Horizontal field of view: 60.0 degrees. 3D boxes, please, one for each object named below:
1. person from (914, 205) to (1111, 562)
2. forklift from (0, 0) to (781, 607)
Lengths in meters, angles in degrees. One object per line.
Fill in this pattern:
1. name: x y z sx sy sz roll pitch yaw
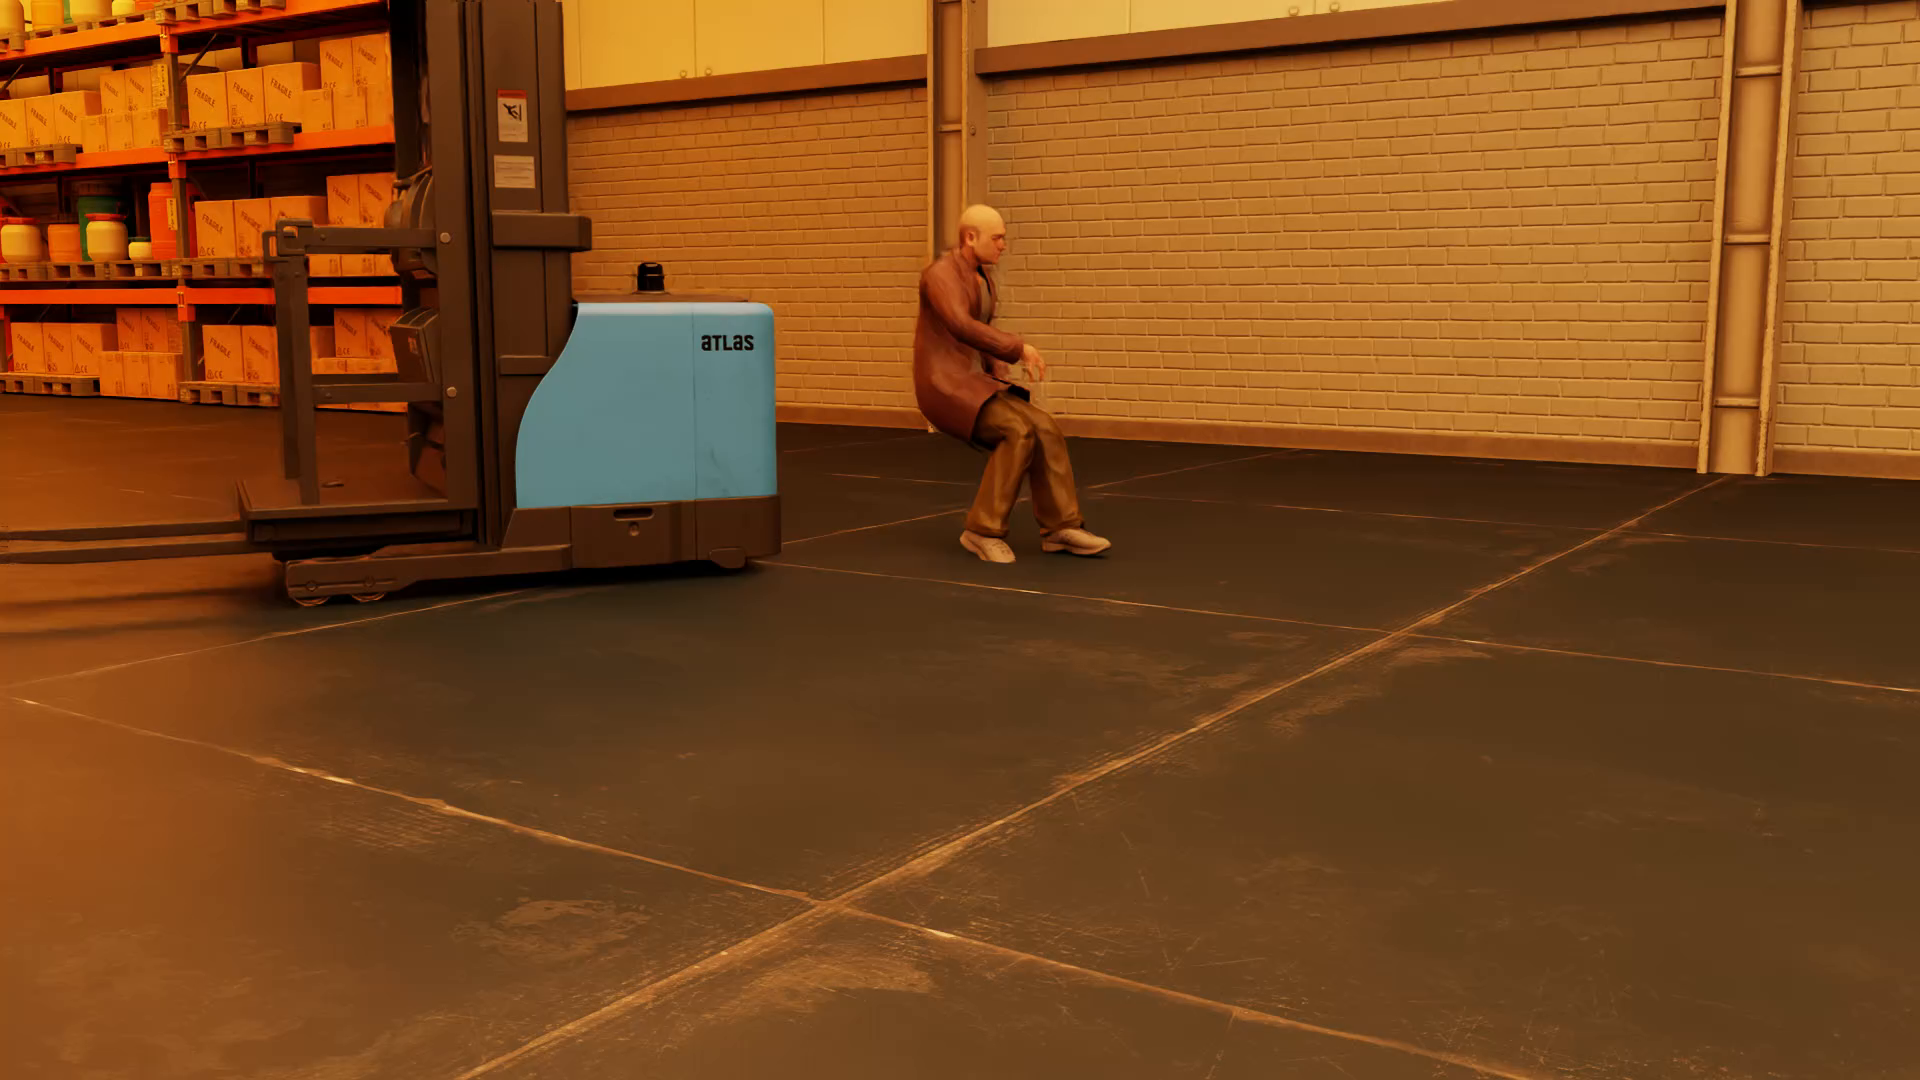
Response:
1. person: 0.249 -0.669 7.253 0.947 1.565 0.833 3 9 21
2. forklift: -2.283 -1.298 6.320 3.031 2.935 1.130 -4 9 -25
